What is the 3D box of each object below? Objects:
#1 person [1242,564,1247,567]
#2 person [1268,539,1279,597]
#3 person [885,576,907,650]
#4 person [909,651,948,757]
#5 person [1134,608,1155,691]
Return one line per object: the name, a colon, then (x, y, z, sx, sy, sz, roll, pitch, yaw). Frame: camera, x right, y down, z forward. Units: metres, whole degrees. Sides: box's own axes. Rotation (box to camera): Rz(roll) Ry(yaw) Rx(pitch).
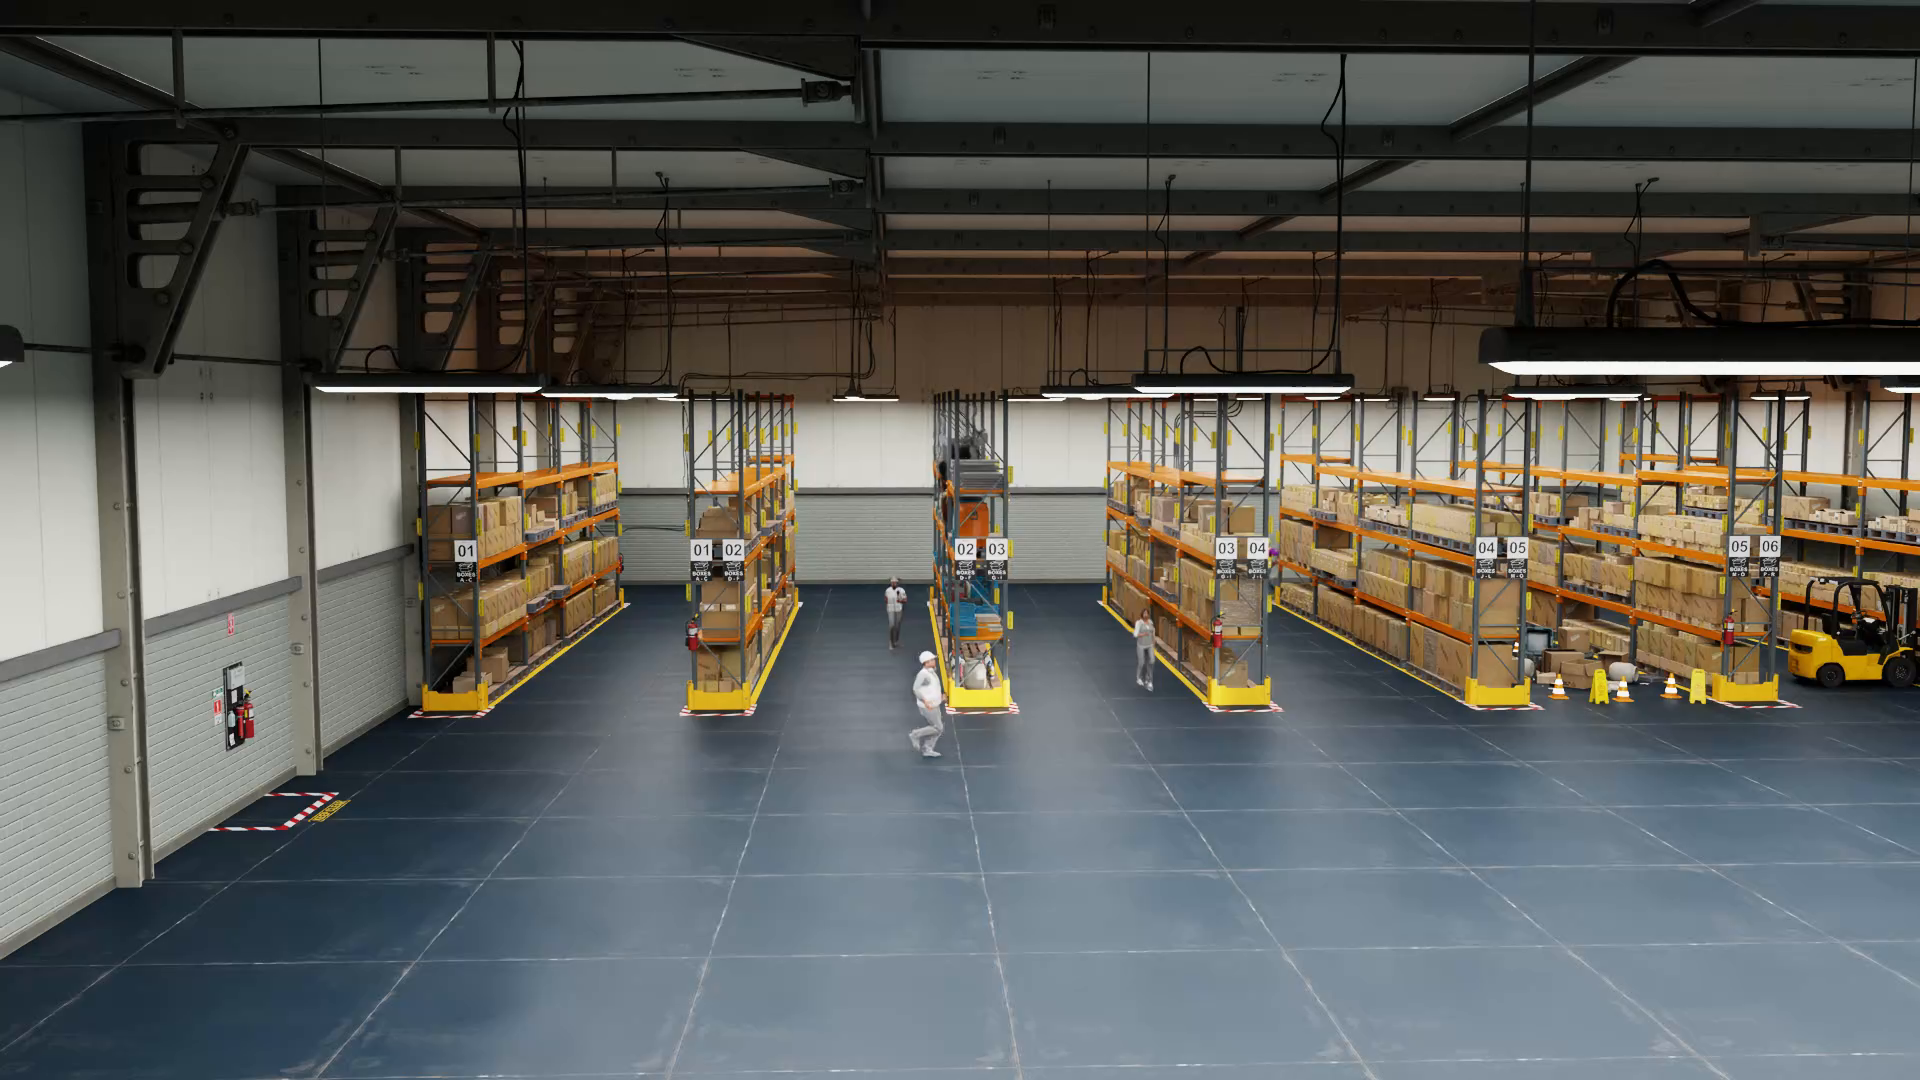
person: (7.756, 0.965, 47.895, 0.979, 1.685, 0.875, -3, 6, -34)
person: (9.001, 0.850, 48.772, 0.893, 1.806, 0.762, -1, 5, -16)
person: (-1.504, 1.716, 39.023, 0.546, 1.765, 0.757, 0, 5, 1)
person: (-0.489, 2.667, 27.008, 0.534, 1.726, 0.662, 1, 5, 16)
person: (3.701, 2.174, 33.194, 0.514, 1.639, 0.666, -1, 5, -12)
